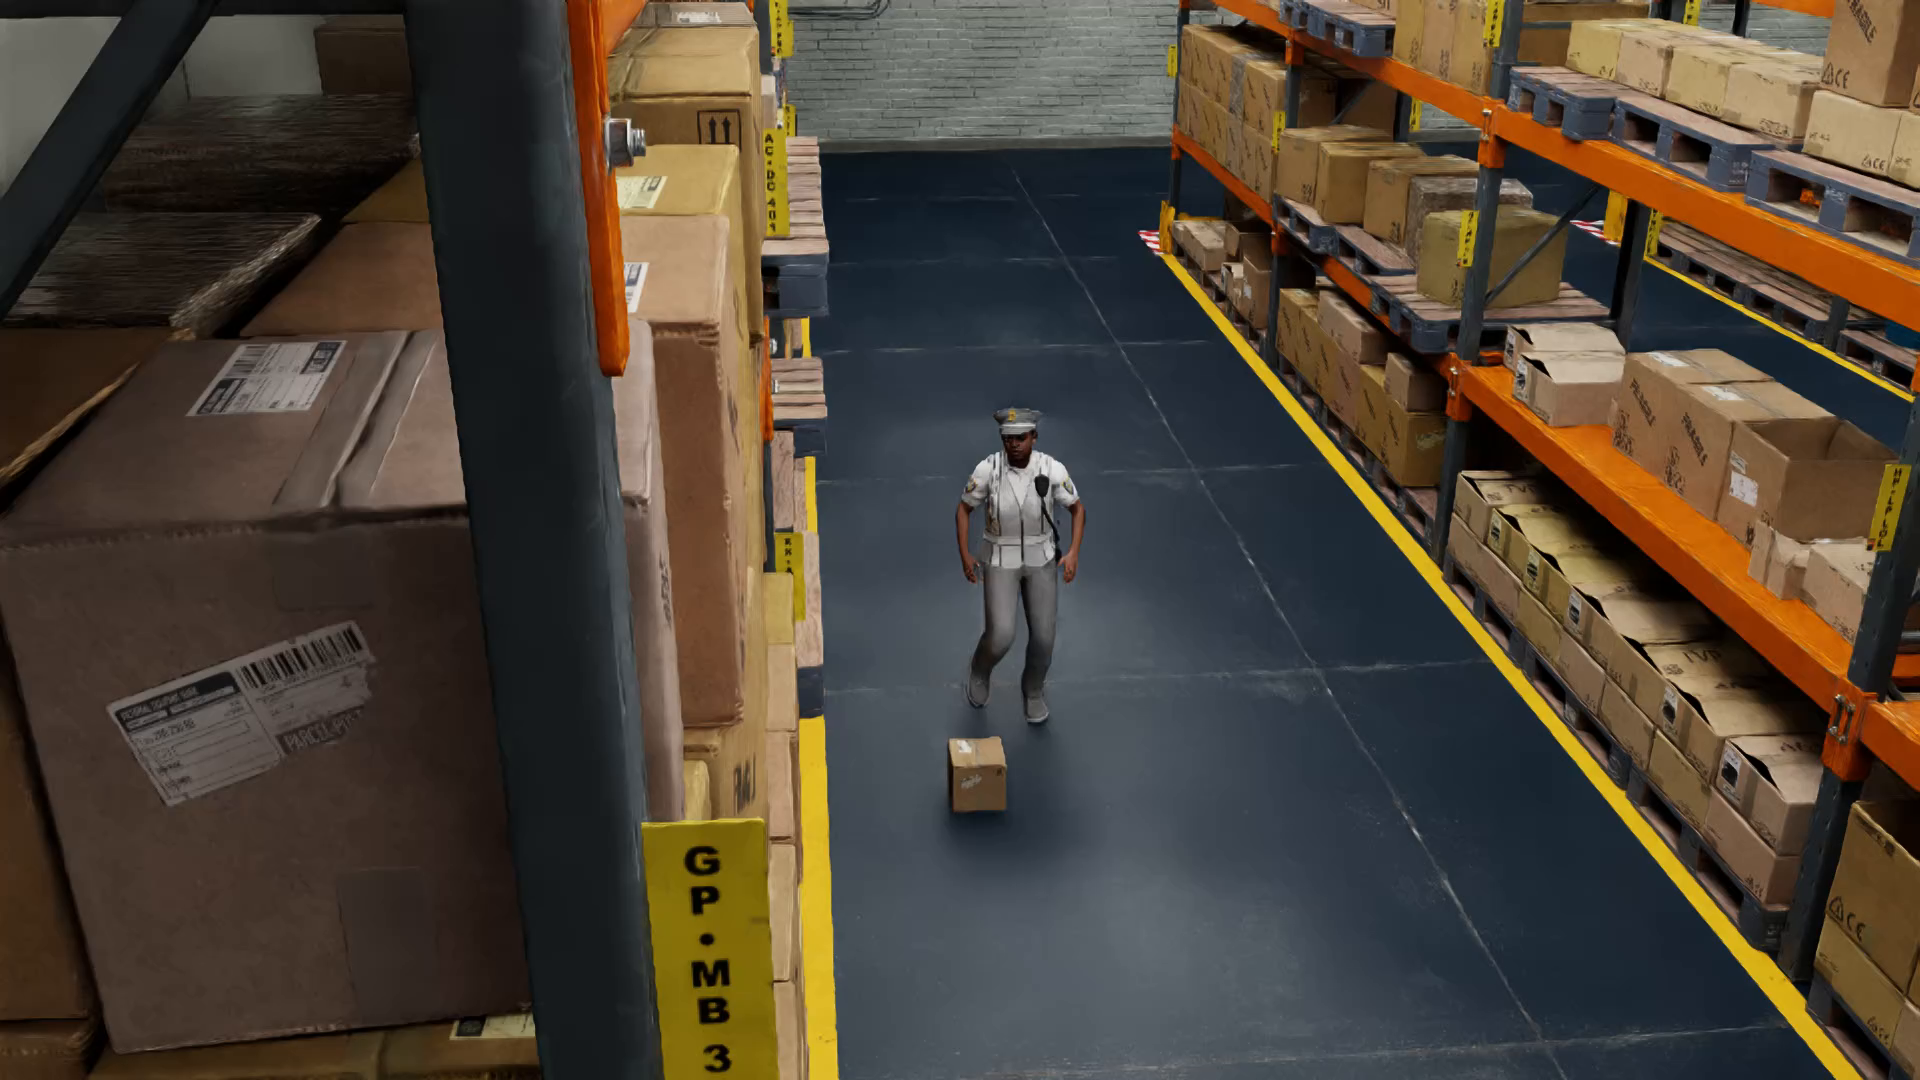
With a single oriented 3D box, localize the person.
[{"bbox_3d":[0.317,0.136,8.300,0.639,1.670,0.467,-3,24,-8],"label":"person"}]
